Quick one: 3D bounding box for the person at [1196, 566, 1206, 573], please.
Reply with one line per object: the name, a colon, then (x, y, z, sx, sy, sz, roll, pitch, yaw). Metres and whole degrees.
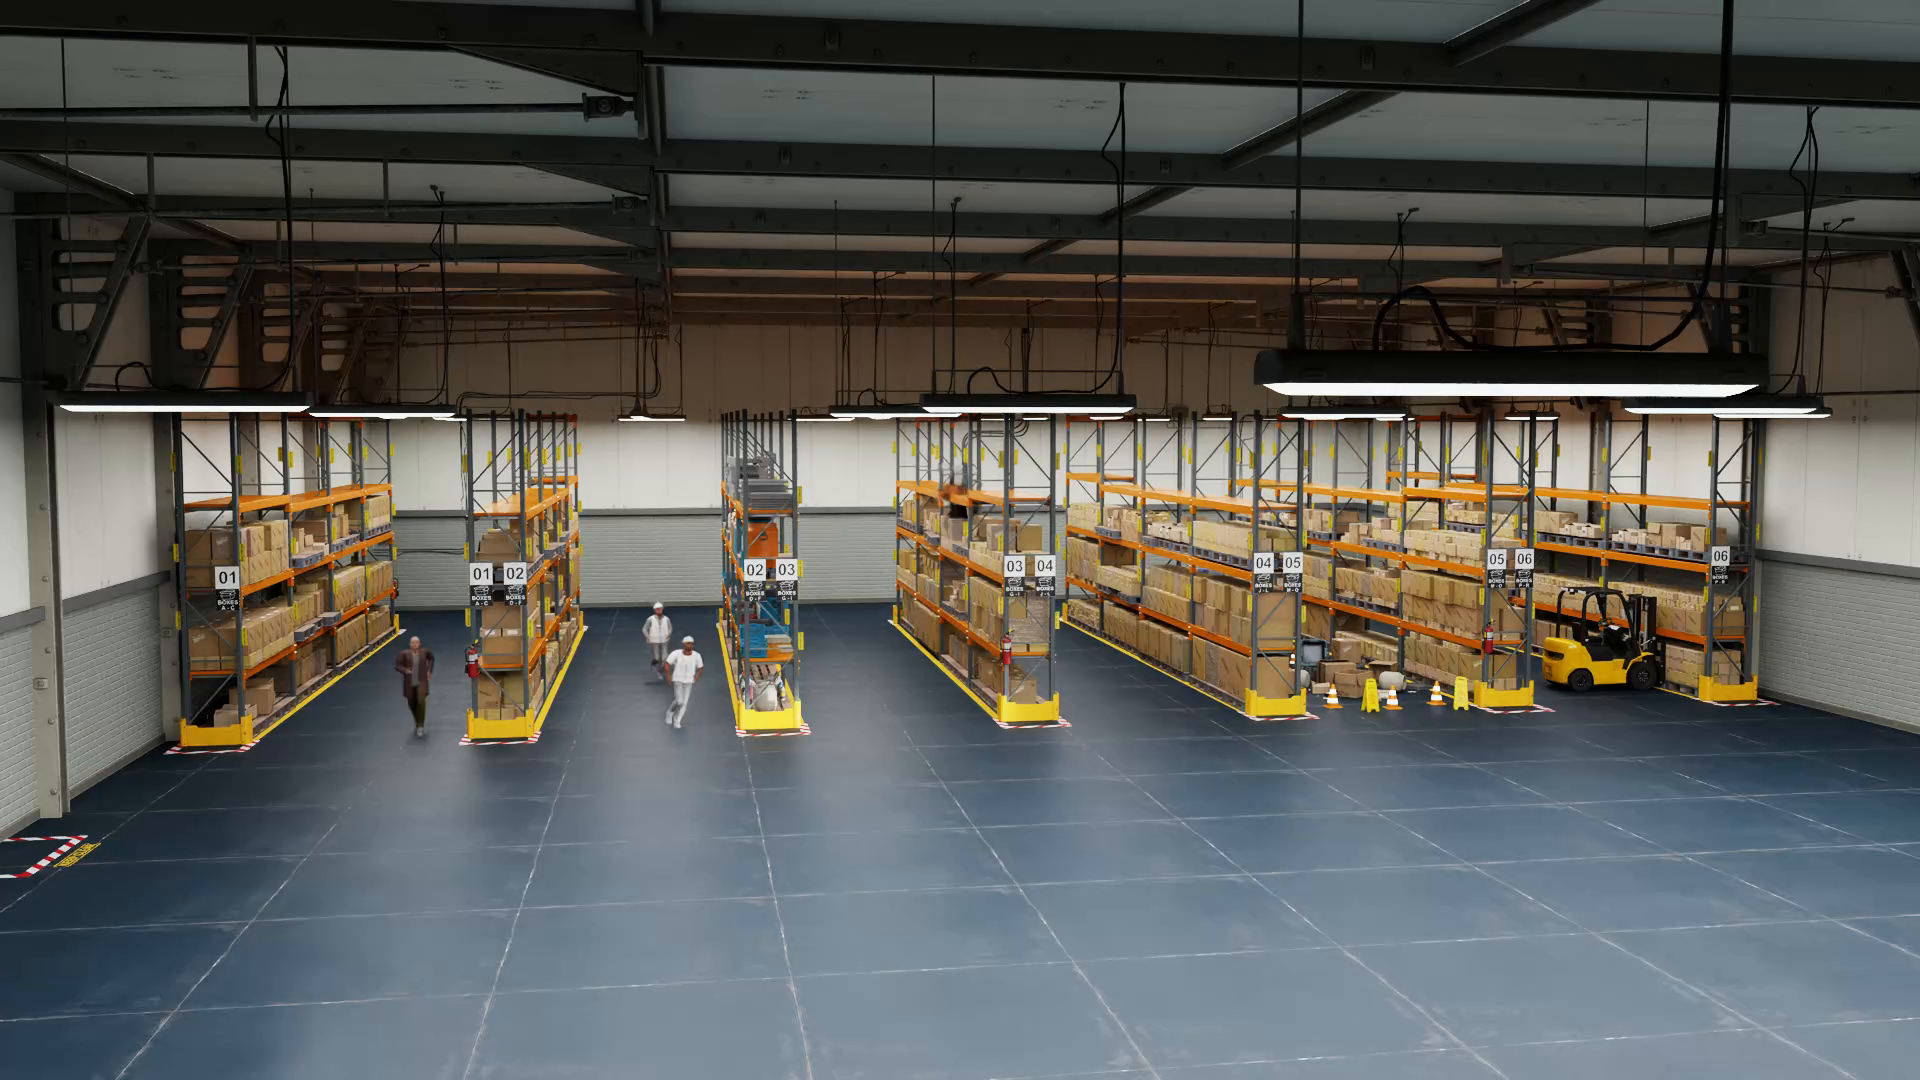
person: (7.296, 1.368, 50.644, 0.880, 1.637, 0.576, 0, 4, 0)

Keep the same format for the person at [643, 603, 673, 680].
person: (-6.735, 2.271, 37.202, 0.664, 1.730, 0.578, -2, 4, -22)

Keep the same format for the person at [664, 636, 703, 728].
person: (-5.191, 2.676, 31.408, 0.721, 1.711, 0.543, -2, 4, -25)

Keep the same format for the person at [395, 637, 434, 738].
person: (-10.136, 2.692, 30.882, 0.659, 1.819, 1.159, -1, 4, -11)
